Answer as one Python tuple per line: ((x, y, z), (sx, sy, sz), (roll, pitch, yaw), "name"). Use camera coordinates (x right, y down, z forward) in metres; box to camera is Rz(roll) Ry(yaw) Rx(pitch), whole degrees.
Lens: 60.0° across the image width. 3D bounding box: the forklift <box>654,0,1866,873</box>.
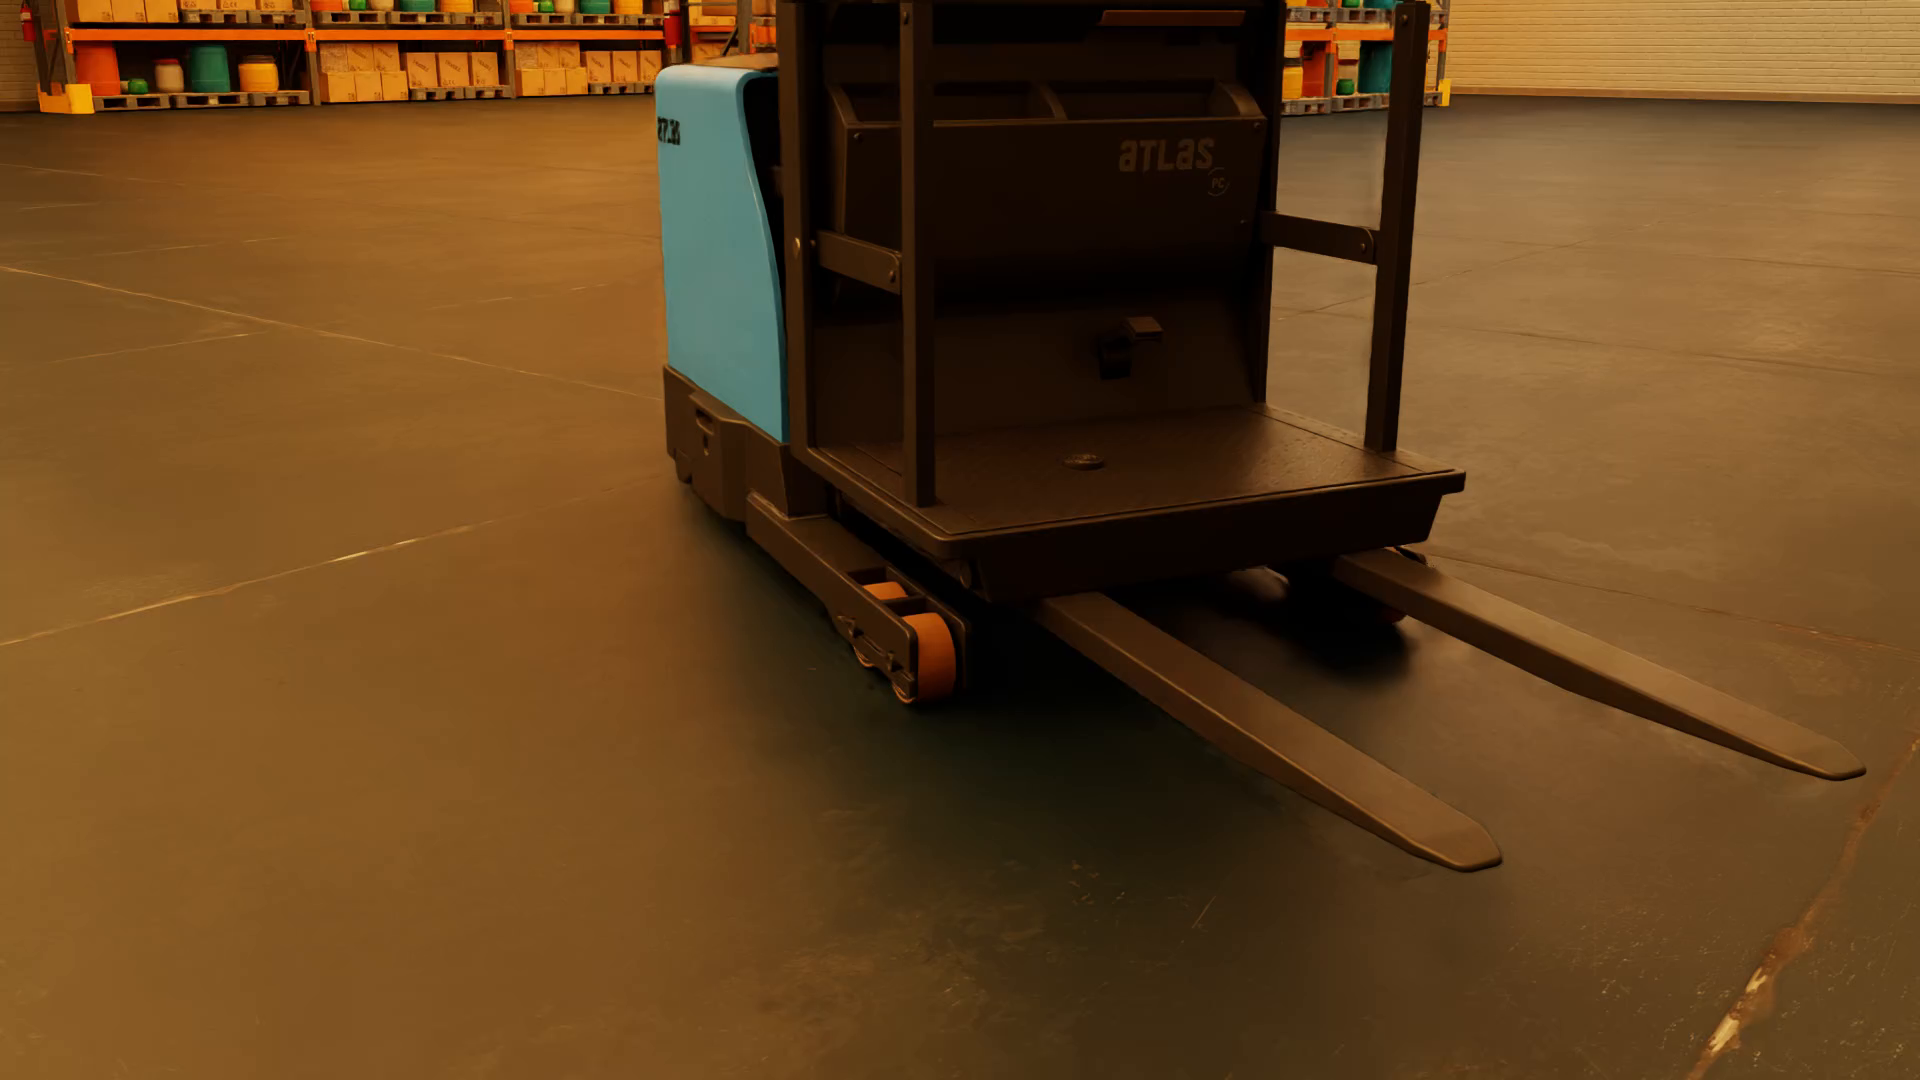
((0.272, -1.250, 3.013), (1.130, 2.935, 3.031), (-7, 18, -23), "forklift")
